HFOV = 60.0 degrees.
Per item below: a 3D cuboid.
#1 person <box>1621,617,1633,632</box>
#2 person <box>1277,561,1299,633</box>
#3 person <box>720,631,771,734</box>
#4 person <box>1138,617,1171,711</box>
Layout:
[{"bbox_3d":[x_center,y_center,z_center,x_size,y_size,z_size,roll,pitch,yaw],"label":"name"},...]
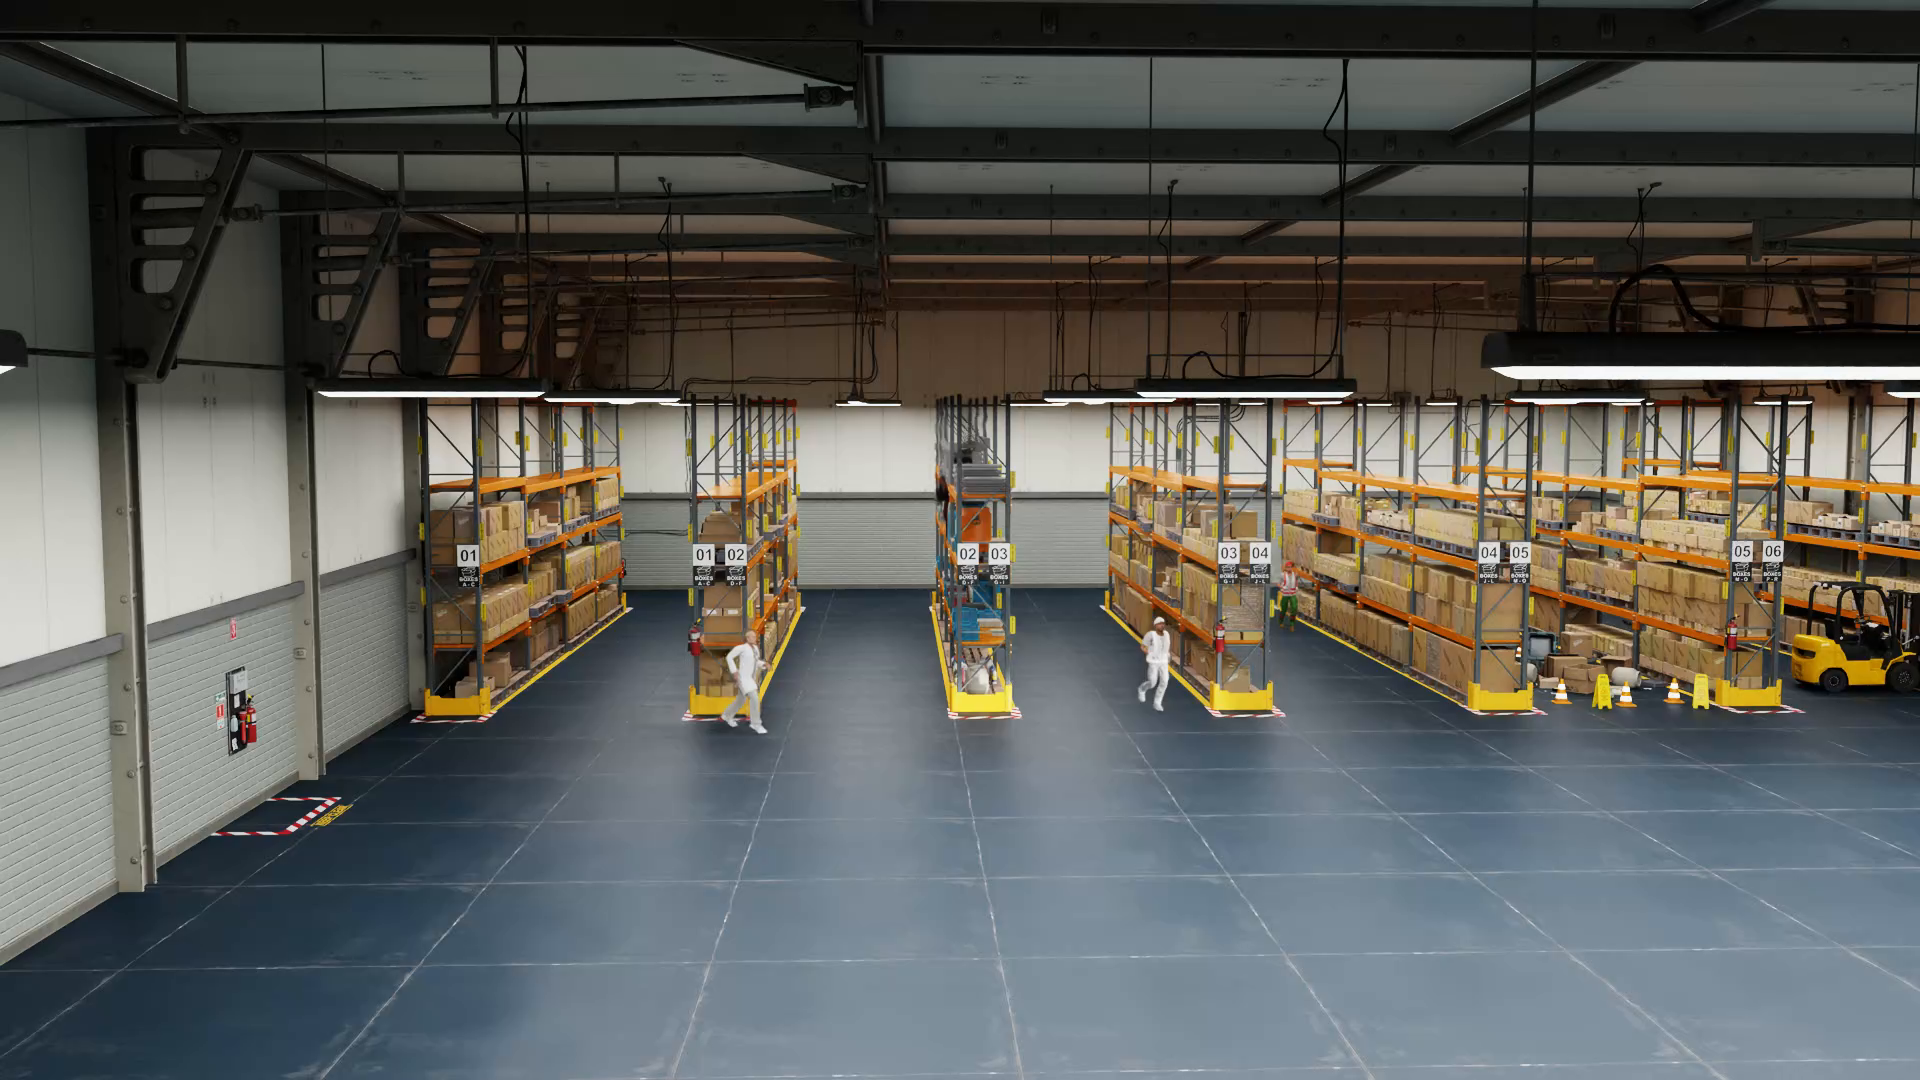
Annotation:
[{"bbox_3d":[16.807,1.632,41.483,0.701,1.685,0.583,0,5,-5],"label":"person"},{"bbox_3d":[8.461,1.458,42.915,0.608,1.833,0.855,0,4,-1],"label":"person"},{"bbox_3d":[-3.834,2.514,29.579,1.007,1.815,0.638,1,5,18],"label":"person"},{"bbox_3d":[3.766,2.349,31.876,0.701,1.762,0.771,-2,5,-24],"label":"person"}]
